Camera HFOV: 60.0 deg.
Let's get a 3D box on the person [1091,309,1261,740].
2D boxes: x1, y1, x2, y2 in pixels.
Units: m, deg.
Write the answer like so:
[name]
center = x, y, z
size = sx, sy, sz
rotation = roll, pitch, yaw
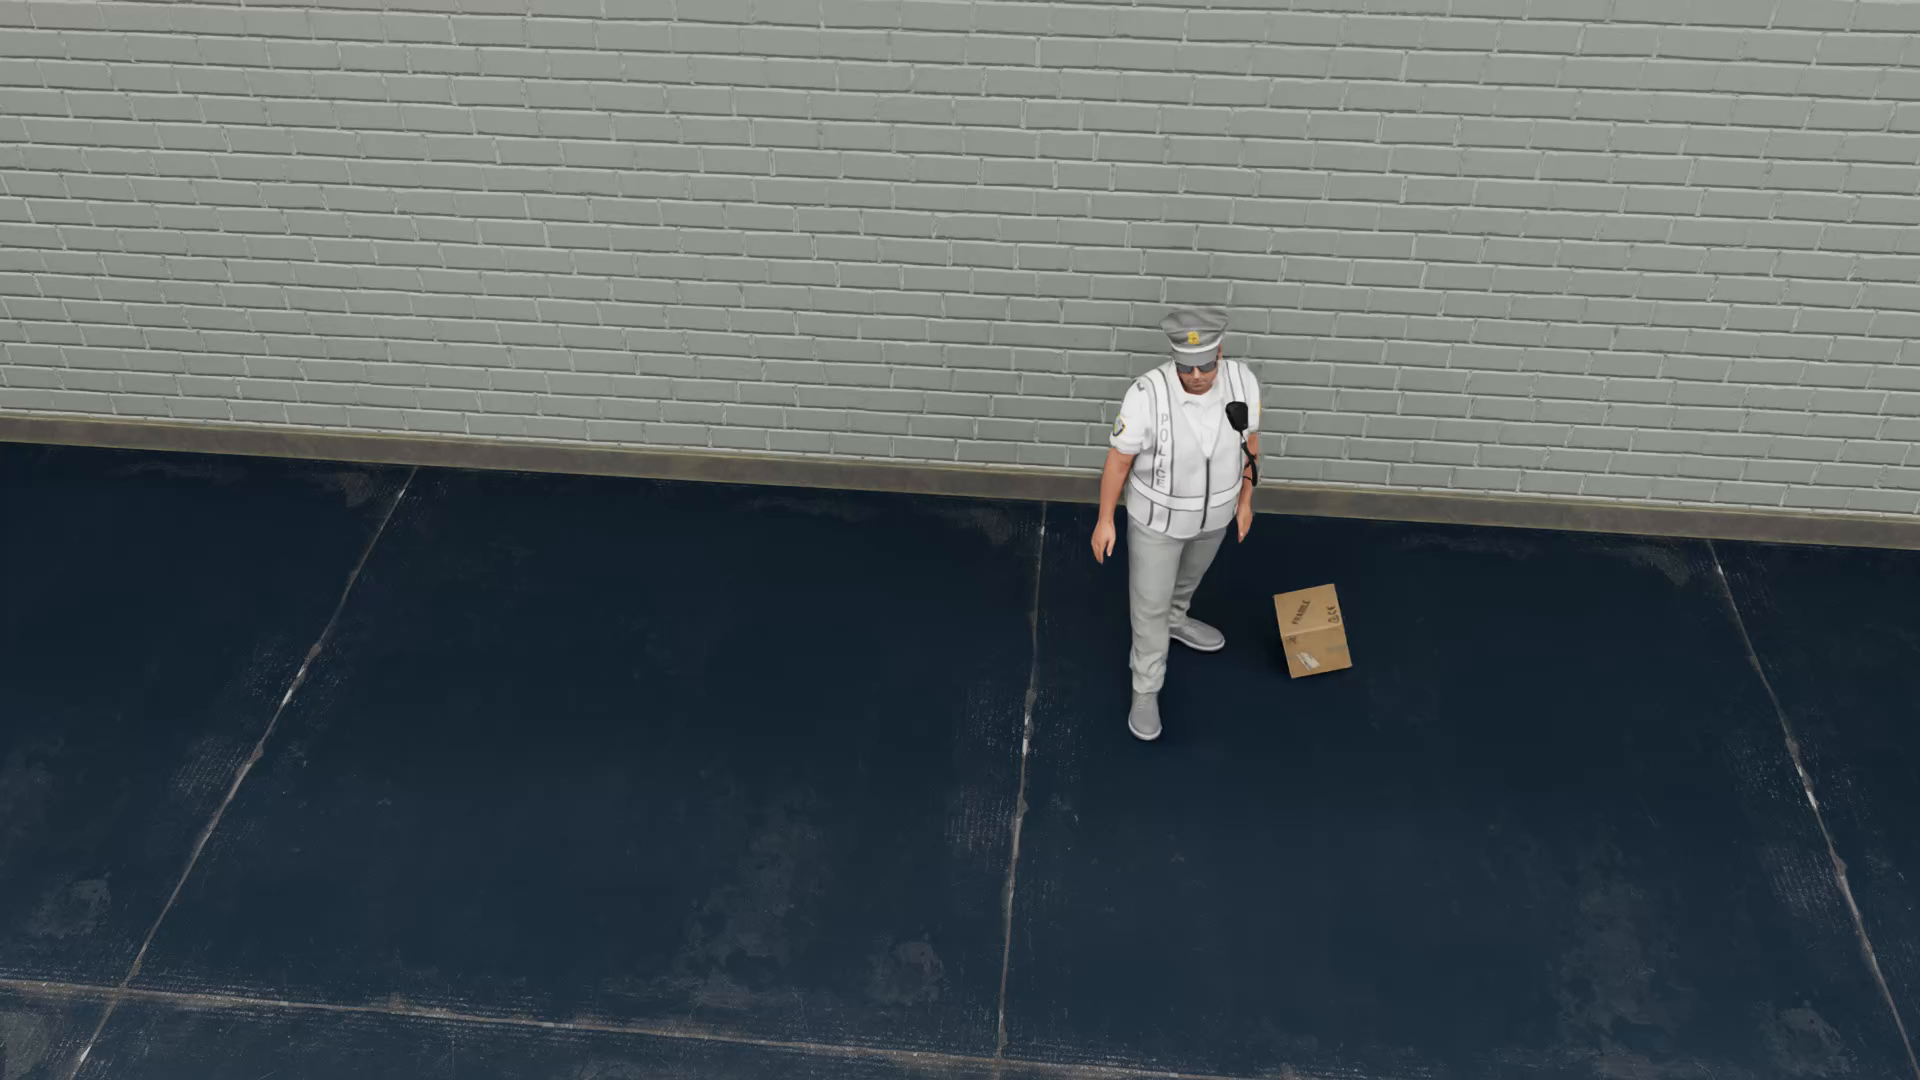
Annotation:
[person]
center = 0.828, -0.097, 6.249
size = 0.658, 1.745, 0.641
rotation = -13, 42, -15
